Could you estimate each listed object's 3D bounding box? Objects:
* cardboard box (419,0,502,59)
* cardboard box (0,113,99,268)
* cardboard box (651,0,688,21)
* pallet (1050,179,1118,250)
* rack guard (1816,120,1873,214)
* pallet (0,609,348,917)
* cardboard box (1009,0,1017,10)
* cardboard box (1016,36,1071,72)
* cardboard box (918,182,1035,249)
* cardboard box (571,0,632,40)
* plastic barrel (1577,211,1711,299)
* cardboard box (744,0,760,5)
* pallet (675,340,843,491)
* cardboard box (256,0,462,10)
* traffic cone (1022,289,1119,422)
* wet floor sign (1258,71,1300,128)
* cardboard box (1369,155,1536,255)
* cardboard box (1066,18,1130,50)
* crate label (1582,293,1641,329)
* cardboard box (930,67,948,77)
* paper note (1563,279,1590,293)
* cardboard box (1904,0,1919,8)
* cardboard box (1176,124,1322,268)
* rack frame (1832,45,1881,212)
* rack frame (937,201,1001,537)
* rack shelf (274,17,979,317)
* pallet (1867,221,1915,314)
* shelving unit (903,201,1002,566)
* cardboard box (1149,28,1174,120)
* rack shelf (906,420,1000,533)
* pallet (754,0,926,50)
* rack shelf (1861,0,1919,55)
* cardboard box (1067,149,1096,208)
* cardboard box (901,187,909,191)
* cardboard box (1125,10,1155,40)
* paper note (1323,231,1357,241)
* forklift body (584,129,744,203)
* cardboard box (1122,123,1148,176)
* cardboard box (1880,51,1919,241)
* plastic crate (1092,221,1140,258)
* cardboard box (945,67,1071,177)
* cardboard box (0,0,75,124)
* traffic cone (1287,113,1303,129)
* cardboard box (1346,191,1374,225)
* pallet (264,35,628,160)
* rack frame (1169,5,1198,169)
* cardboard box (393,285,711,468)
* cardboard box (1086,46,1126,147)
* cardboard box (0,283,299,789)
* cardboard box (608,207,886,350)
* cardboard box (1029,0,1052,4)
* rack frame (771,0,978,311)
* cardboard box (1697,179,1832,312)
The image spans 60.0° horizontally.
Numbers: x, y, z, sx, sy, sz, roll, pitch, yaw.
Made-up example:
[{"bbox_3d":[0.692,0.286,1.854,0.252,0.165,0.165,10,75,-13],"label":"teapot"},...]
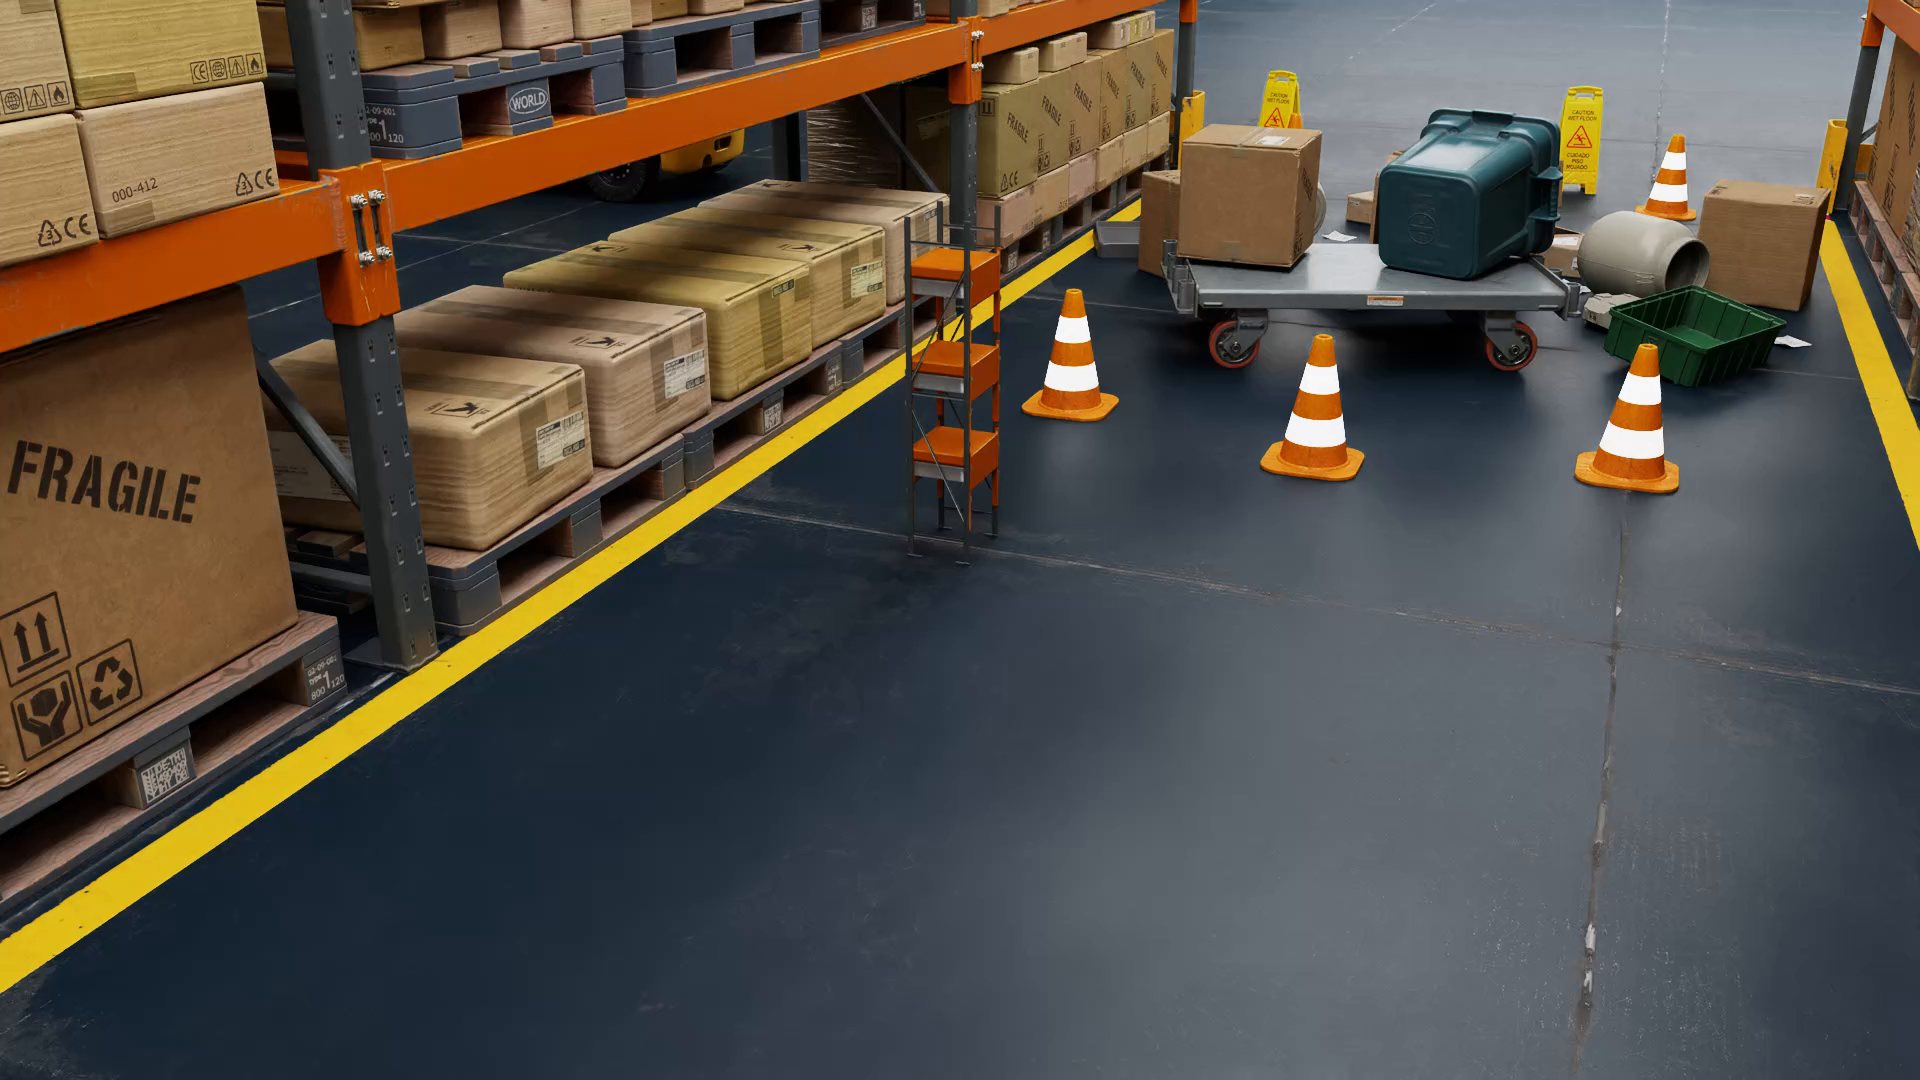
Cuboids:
[{"bbox_3d":[-1.464,-1.384,4.452,0.380,0.149,0.250,7,24,17],"label":"cardboard box"},{"bbox_3d":[-2.015,-0.647,3.103,0.500,0.250,0.500,9,24,21],"label":"cardboard box"},{"bbox_3d":[-1.112,-1.775,5.388,0.380,0.149,0.250,10,25,22],"label":"cardboard box"},{"bbox_3d":[0.261,-1.948,9.640,1.003,0.211,1.213,9,24,20],"label":"pallet"},{"bbox_3d":[5.721,-2.165,9.785,1.175,0.500,0.348,9,24,20],"label":"rack guard"},{"bbox_3d":[-2.256,0.438,3.927,1.003,0.211,1.213,9,24,20],"label":"pallet"},{"bbox_3d":[0.053,-2.600,7.908,0.380,0.149,0.250,10,24,22],"label":"cardboard box"},{"bbox_3d":[0.354,-2.514,8.586,0.380,0.149,0.250,10,25,22],"label":"cardboard box"},{"bbox_3d":[0.063,-1.649,8.328,0.500,0.250,0.500,8,24,18],"label":"cardboard box"},{"bbox_3d":[-1.198,-1.570,4.899,0.380,0.149,0.250,9,24,20],"label":"cardboard box"},{"bbox_3d":[3.223,-1.315,7.850,0.421,0.421,0.512,-12,25,-26],"label":"plastic barrel"},{"bbox_3d":[-0.928,-1.963,5.838,0.380,0.149,0.250,8,24,18],"label":"cardboard box"},{"bbox_3d":[-1.147,-0.548,6.287,1.003,0.211,1.213,9,24,20],"label":"pallet"},{"bbox_3d":[-1.511,-1.625,4.188,0.500,0.500,0.500,8,24,19],"label":"cardboard box"},{"bbox_3d":[0.432,-0.736,6.413,0.336,0.463,0.334,9,24,20],"label":"traffic cone"},{"bbox_3d":[2.142,-2.811,11.142,0.267,0.644,0.232,19,29,38],"label":"wet floor sign"},{"bbox_3d":[2.437,-1.566,8.171,0.797,0.637,0.503,9,24,20],"label":"cardboard box"},{"bbox_3d":[0.753,-2.904,9.519,0.380,0.149,0.250,10,25,22],"label":"cardboard box"},{"bbox_3d":[2.987,-1.026,7.530,0.298,0.136,0.250,-7,24,-17],"label":"crate label"},{"bbox_3d":[-0.249,-2.255,8.806,0.500,0.500,0.500,9,24,21],"label":"cardboard box"},{"bbox_3d":[3.031,-1.253,8.220,0.172,0.023,0.155,19,29,38],"label":"paper note"},{"bbox_3d":[5.107,-2.858,8.005,0.875,0.550,0.550,9,24,20],"label":"cardboard box"},{"bbox_3d":[1.256,-1.503,7.217,0.500,0.500,0.500,9,24,20],"label":"cardboard box"},{"bbox_3d":[5.712,-3.310,9.283,1.000,3.000,0.127,9,24,20],"label":"rack frame"},{"bbox_3d":[0.025,-0.509,5.106,0.200,1.050,0.008,9,24,20],"label":"rack frame"},{"bbox_3d":[-1.150,-1.503,5.891,1.077,0.370,4.000,9,24,20],"label":"rack shelf"},{"bbox_3d":[5.033,-1.291,8.067,1.003,0.211,1.213,9,24,20],"label":"pallet"},{"bbox_3d":[-0.020,-0.465,5.002,0.215,1.050,0.252,9,24,20],"label":"shelving unit"},{"bbox_3d":[1.023,-2.930,10.421,0.500,0.500,0.500,9,24,20],"label":"cardboard box"},{"bbox_3d":[-0.020,-0.199,5.113,0.215,0.259,0.240,9,24,20],"label":"rack shelf"},{"bbox_3d":[-0.826,-2.210,6.898,1.003,0.211,1.213,9,24,20],"label":"pallet"},{"bbox_3d":[4.969,-2.262,7.708,1.077,0.370,4.000,9,24,20],"label":"rack shelf"},{"bbox_3d":[0.445,-2.032,9.244,0.500,0.250,0.500,8,24,19],"label":"cardboard box"},{"bbox_3d":[-0.437,-1.726,8.513,0.500,0.250,0.500,10,25,22],"label":"cardboard box"},{"bbox_3d":[0.949,-3.088,9.959,0.380,0.149,0.250,10,24,22],"label":"cardboard box"},{"bbox_3d":[2.121,-1.702,9.299,0.148,0.019,0.142,19,29,38],"label":"paper note"},{"bbox_3d":[-2.542,-3.360,10.505,2.313,2.155,1.214,9,24,20],"label":"forklift body"},{"bbox_3d":[0.828,-2.396,10.116,0.500,0.250,0.500,9,24,20],"label":"cardboard box"},{"bbox_3d":[5.196,-1.956,8.253,0.875,0.875,0.875,8,24,19],"label":"cardboard box"},{"bbox_3d":[0.937,-1.648,9.093,0.402,0.080,0.583,1,23,2],"label":"plastic crate"},{"bbox_3d":[0.250,-2.188,8.646,0.500,0.500,0.500,10,25,22],"label":"cardboard box"},{"bbox_3d":[-2.024,-0.888,3.029,0.500,0.250,0.500,8,24,19],"label":"cardboard box"},{"bbox_3d":[2.116,-2.473,10.571,0.336,0.463,0.334,9,24,20],"label":"traffic cone"},{"bbox_3d":[2.467,-1.909,9.628,0.250,0.149,0.380,-17,28,-35],"label":"cardboard box"},{"bbox_3d":[-1.727,-1.302,4.723,1.213,0.211,1.003,9,24,20],"label":"pallet"},{"bbox_3d":[1.078,-3.983,10.893,1.000,3.000,0.127,9,24,20],"label":"rack frame"},{"bbox_3d":[-1.407,-0.567,5.580,0.950,0.372,0.625,8,24,19],"label":"cardboard box"},{"bbox_3d":[0.638,-2.563,9.543,0.500,0.500,0.500,8,24,19],"label":"cardboard box"},{"bbox_3d":[-2.227,-0.098,3.804,0.875,0.875,0.875,9,24,20],"label":"cardboard box"},{"bbox_3d":[-0.864,-1.087,6.824,0.950,0.372,0.625,10,25,23],"label":"cardboard box"},{"bbox_3d":[0.248,-2.783,8.346,0.380,0.149,0.250,10,25,22],"label":"cardboard box"},{"bbox_3d":[-0.407,-2.551,7.466,1.000,3.000,0.127,9,24,20],"label":"rack frame"},{"bbox_3d":[3.850,-1.429,8.019,0.500,0.500,0.500,13,26,29],"label":"cardboard box"}]
